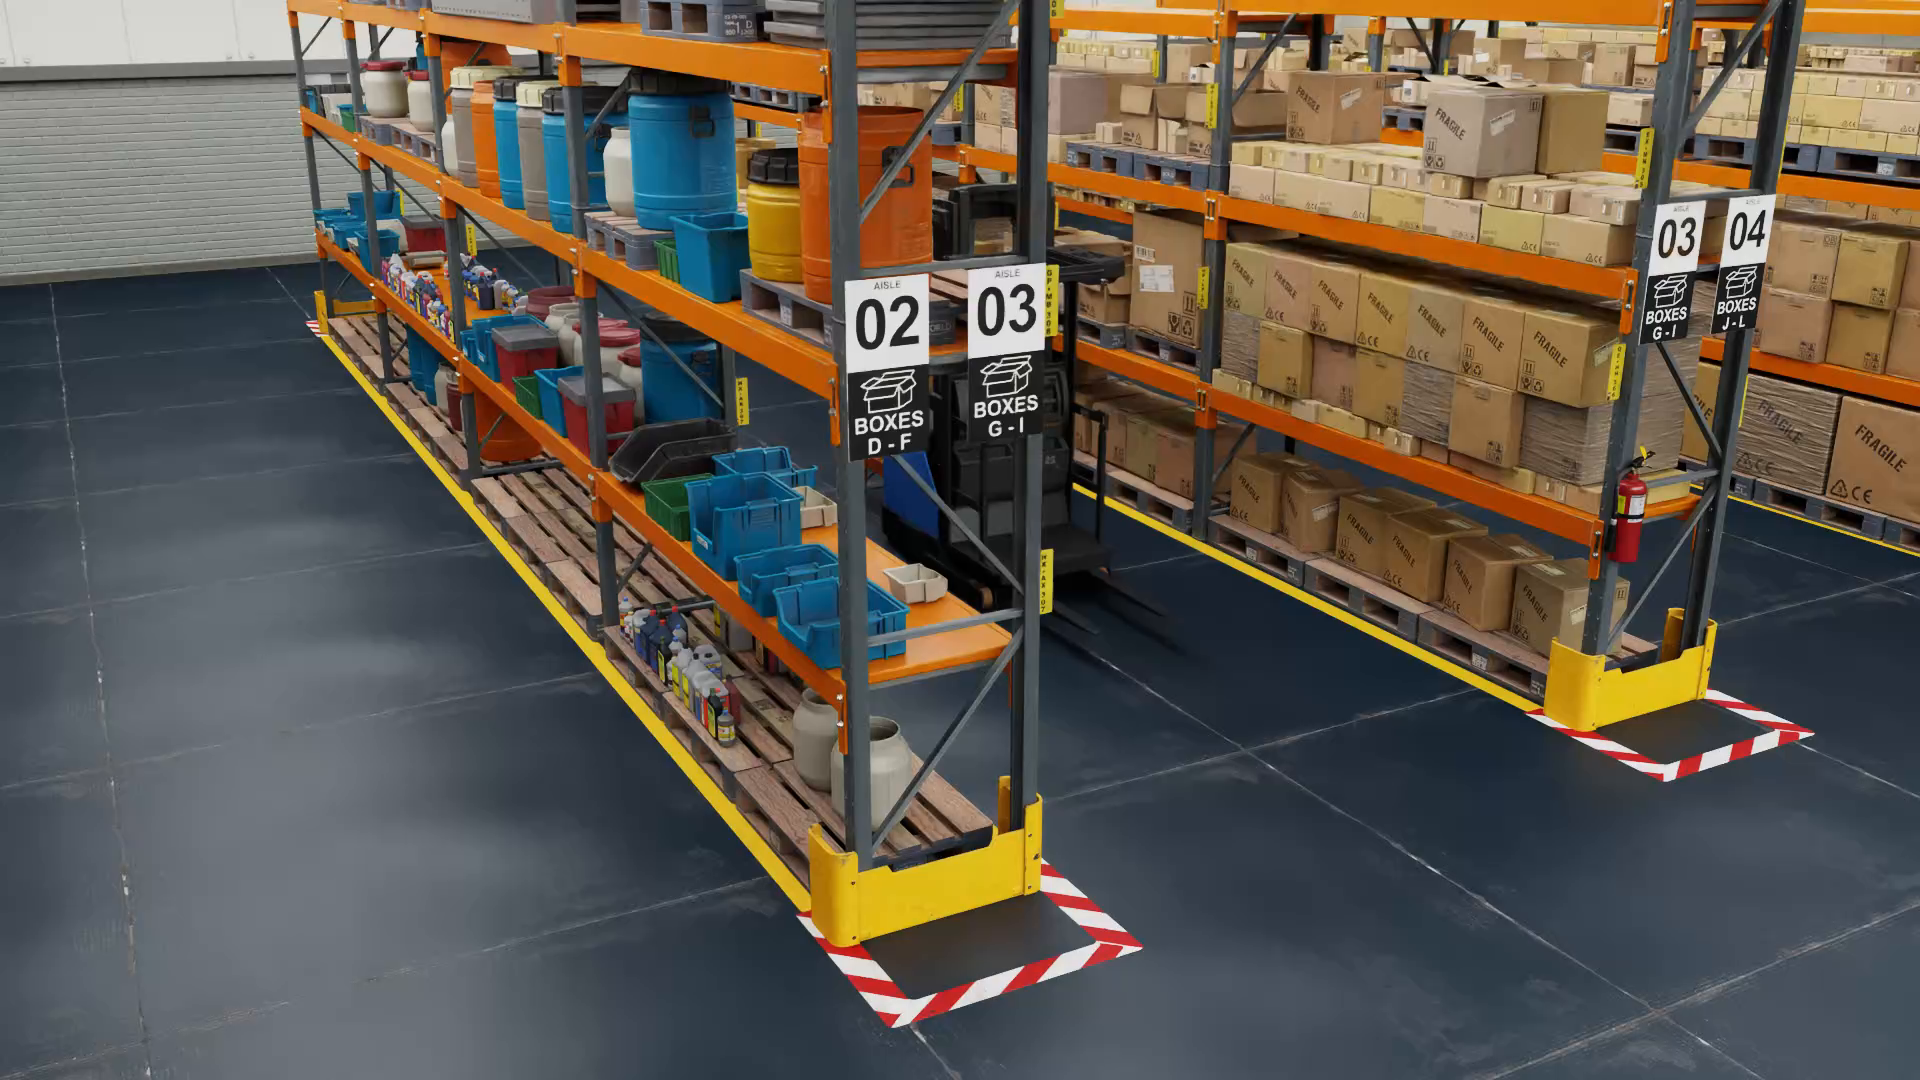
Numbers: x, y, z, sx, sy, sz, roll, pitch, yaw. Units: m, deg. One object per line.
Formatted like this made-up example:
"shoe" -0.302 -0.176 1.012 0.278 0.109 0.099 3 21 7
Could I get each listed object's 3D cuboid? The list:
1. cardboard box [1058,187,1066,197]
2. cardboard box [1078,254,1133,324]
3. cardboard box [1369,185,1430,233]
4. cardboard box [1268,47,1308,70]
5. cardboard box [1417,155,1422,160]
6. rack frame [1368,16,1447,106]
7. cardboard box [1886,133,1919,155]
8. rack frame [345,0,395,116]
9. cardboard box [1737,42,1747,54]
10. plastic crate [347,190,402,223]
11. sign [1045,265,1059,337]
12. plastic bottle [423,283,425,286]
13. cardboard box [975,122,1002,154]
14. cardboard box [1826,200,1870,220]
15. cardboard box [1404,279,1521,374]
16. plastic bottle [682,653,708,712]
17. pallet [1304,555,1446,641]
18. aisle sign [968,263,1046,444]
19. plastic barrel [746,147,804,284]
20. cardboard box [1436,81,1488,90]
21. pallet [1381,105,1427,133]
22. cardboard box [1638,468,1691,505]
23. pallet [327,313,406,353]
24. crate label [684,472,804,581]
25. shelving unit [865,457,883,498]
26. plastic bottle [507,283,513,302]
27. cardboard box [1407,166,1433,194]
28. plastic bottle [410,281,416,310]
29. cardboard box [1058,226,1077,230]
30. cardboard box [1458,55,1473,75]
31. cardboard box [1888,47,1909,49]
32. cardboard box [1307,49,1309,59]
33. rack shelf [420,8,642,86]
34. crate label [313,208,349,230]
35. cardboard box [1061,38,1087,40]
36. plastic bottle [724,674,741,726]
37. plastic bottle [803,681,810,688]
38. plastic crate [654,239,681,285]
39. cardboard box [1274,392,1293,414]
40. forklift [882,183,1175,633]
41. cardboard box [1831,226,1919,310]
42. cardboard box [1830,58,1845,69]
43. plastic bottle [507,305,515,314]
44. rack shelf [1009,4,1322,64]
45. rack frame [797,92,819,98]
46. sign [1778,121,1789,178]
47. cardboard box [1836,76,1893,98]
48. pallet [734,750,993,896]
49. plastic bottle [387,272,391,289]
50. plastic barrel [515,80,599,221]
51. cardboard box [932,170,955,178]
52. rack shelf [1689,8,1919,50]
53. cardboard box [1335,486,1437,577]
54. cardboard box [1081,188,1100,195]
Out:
"cardboard box" 1.638 -5.057 24.073 0.380 0.149 0.250 -10 22 -28
"cardboard box" 1.472 -2.228 14.688 0.797 0.503 0.637 -8 20 -21
"cardboard box" 3.104 -2.230 11.128 0.500 0.250 0.500 -10 22 -28
"cardboard box" 3.841 -5.654 19.494 0.396 0.266 0.258 -10 21 -27
"cardboard box" 3.416 -2.607 11.608 0.380 0.149 0.250 -9 21 -24
"rack frame" 4.890 -6.221 17.865 1.000 3.000 0.127 -10 21 -27
"cardboard box" 7.509 -3.115 13.048 0.380 0.149 0.250 -10 21 -26
"rack frame" -5.781 -5.863 16.827 1.000 3.000 0.127 -10 21 -27
"cardboard box" 11.839 -7.416 25.059 0.380 0.149 0.250 -10 22 -28
"plastic crate" -7.357 -4.153 20.923 0.616 0.435 0.499 -10 21 -27
"sign" 0.403 -1.088 7.575 0.100 0.325 0.005 -10 21 -27
"plastic bottle" -5.090 -2.303 15.885 0.061 0.283 0.133 -10 21 -27
"cardboard box" 0.476 -3.819 15.731 0.500 0.250 0.500 -10 21 -26
"cardboard box" 10.200 -3.807 18.814 0.500 0.500 0.500 -9 21 -25
"cardboard box" 3.320 -1.416 10.995 0.500 0.500 0.500 -10 21 -27
"plastic bottle" -1.584 0.839 9.987 0.144 0.351 0.185 -9 21 -24
"pallet" 3.310 0.358 12.269 1.003 0.211 1.213 -10 21 -27
"aisle sign" 0.209 -0.836 7.470 0.394 0.787 0.004 -10 21 -27
"plastic barrel" -0.736 -1.595 8.125 0.600 0.588 0.600 0 19 0
"cardboard box" 5.278 -4.592 17.176 0.500 0.250 0.500 -9 21 -25
"pallet" 5.243 -4.537 17.873 1.213 0.211 1.003 -9 21 -24
"cardboard box" 4.350 -0.349 10.431 0.380 0.149 0.250 -10 21 -27
"pallet" -7.323 -2.614 20.884 1.003 0.211 1.213 -10 21 -27
"crate label" -1.195 -0.085 9.226 0.502 0.435 0.616 -10 21 -27
"shelving unit" -0.413 -0.792 14.202 0.538 1.125 1.048 -10 21 -26
"plastic bottle" -4.311 -2.337 15.983 0.061 0.283 0.133 -10 21 -27
"cardboard box" 3.169 -2.377 10.941 0.380 0.149 0.250 -11 22 -29
"plastic bottle" -5.270 -2.376 16.117 0.097 0.271 0.097 0 19 0
"cardboard box" 1.566 -4.701 25.471 0.380 0.149 0.250 -10 21 -26
"cardboard box" 7.229 -6.684 23.368 0.396 0.266 0.258 -10 22 -27
"cardboard box" 13.421 -6.923 23.661 0.380 0.149 0.250 -10 21 -27
"cardboard box" 5.714 -7.674 26.263 0.380 0.149 0.250 -9 21 -25
"rack shelf" -2.932 -3.611 12.018 1.077 0.370 4.000 -10 21 -27
"crate label" -7.853 -4.003 20.797 0.416 0.233 0.303 -10 21 -27
"cardboard box" 1.661 -7.244 24.280 0.380 0.149 0.250 -11 22 -28
"plastic bottle" -1.343 0.941 9.795 0.061 0.283 0.133 -10 21 -27
"plastic bottle" -0.927 0.808 10.306 0.097 0.201 0.097 0 19 0
"plastic crate" -1.473 -1.553 9.260 0.336 0.188 0.450 -10 21 -27
"cardboard box" 2.591 -1.059 12.487 0.380 0.149 0.250 -10 21 -27
"forklift" 0.487 -1.043 12.162 1.130 2.935 3.031 -10 21 -26
"cardboard box" 7.692 -2.240 13.639 0.875 0.550 0.500 -10 21 -27
"cardboard box" 12.746 -6.852 23.909 0.380 0.149 0.250 -10 21 -26
"plastic bottle" -4.124 -2.067 15.328 0.097 0.201 0.097 0 19 0
"rack shelf" 1.427 -4.379 14.241 1.077 0.370 4.000 -10 21 -27
"rack frame" -1.422 -6.630 19.050 1.000 3.000 0.127 -10 21 -27
"sign" 4.753 -2.265 9.657 0.100 0.325 0.005 -10 21 -27
"cardboard box" 7.269 -3.637 13.339 0.380 0.149 0.250 -10 21 -27
"pallet" -0.542 1.487 8.997 1.003 0.211 1.213 -10 21 -27
"plastic bottle" -5.848 -2.693 17.142 0.097 0.201 0.097 0 19 0
"plastic barrel" -2.725 -2.686 11.449 0.600 0.901 0.600 0 19 0
"cardboard box" -0.487 -3.759 18.235 0.797 0.503 0.637 -9 21 -25
"rack shelf" 7.739 -3.970 13.056 1.077 0.370 4.000 -10 21 -27
"cardboard box" 3.174 -0.064 12.407 0.500 0.500 0.500 -12 22 -31
"cardboard box" 2.032 -5.109 23.229 0.500 0.500 0.500 -10 21 -27
